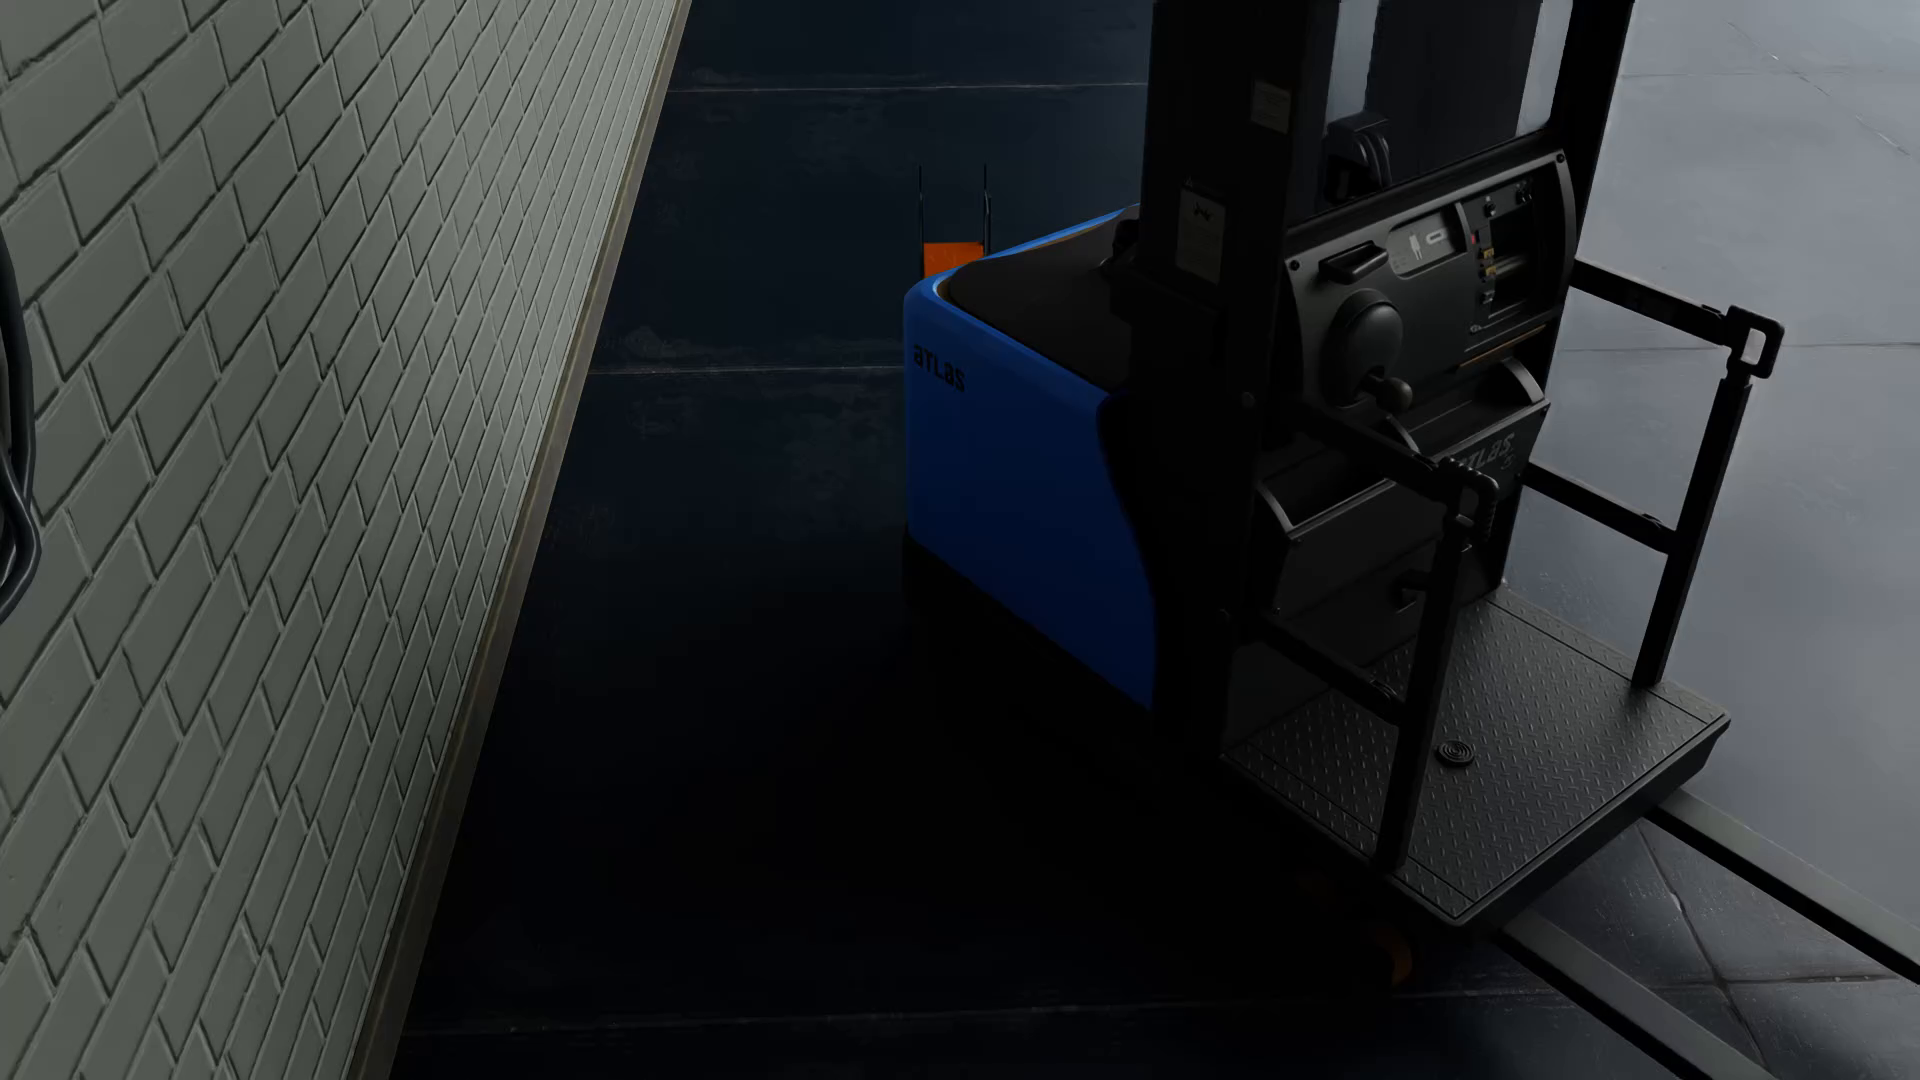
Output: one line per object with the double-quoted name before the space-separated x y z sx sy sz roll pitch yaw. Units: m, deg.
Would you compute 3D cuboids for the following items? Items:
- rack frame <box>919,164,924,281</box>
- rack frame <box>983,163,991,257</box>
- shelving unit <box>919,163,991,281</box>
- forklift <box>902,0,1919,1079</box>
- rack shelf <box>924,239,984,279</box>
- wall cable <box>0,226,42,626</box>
"rack frame" -0.108 -0.493 4.906 0.006 1.200 0.240 -1 35 -2
"rack frame" 0.075 -0.497 4.914 0.006 1.200 0.240 -1 35 -2
"shelving unit" -0.017 -0.495 4.910 0.189 1.200 0.258 -1 35 -2
"forklift" 1.151 -0.507 3.406 1.130 2.935 3.031 -25 42 -31
"rack shelf" -0.016 -0.754 4.730 0.180 0.103 0.258 -1 35 -2
"wall cable" -1.115 -0.200 0.360 0.112 2.526 3.097 -2 35 -2
